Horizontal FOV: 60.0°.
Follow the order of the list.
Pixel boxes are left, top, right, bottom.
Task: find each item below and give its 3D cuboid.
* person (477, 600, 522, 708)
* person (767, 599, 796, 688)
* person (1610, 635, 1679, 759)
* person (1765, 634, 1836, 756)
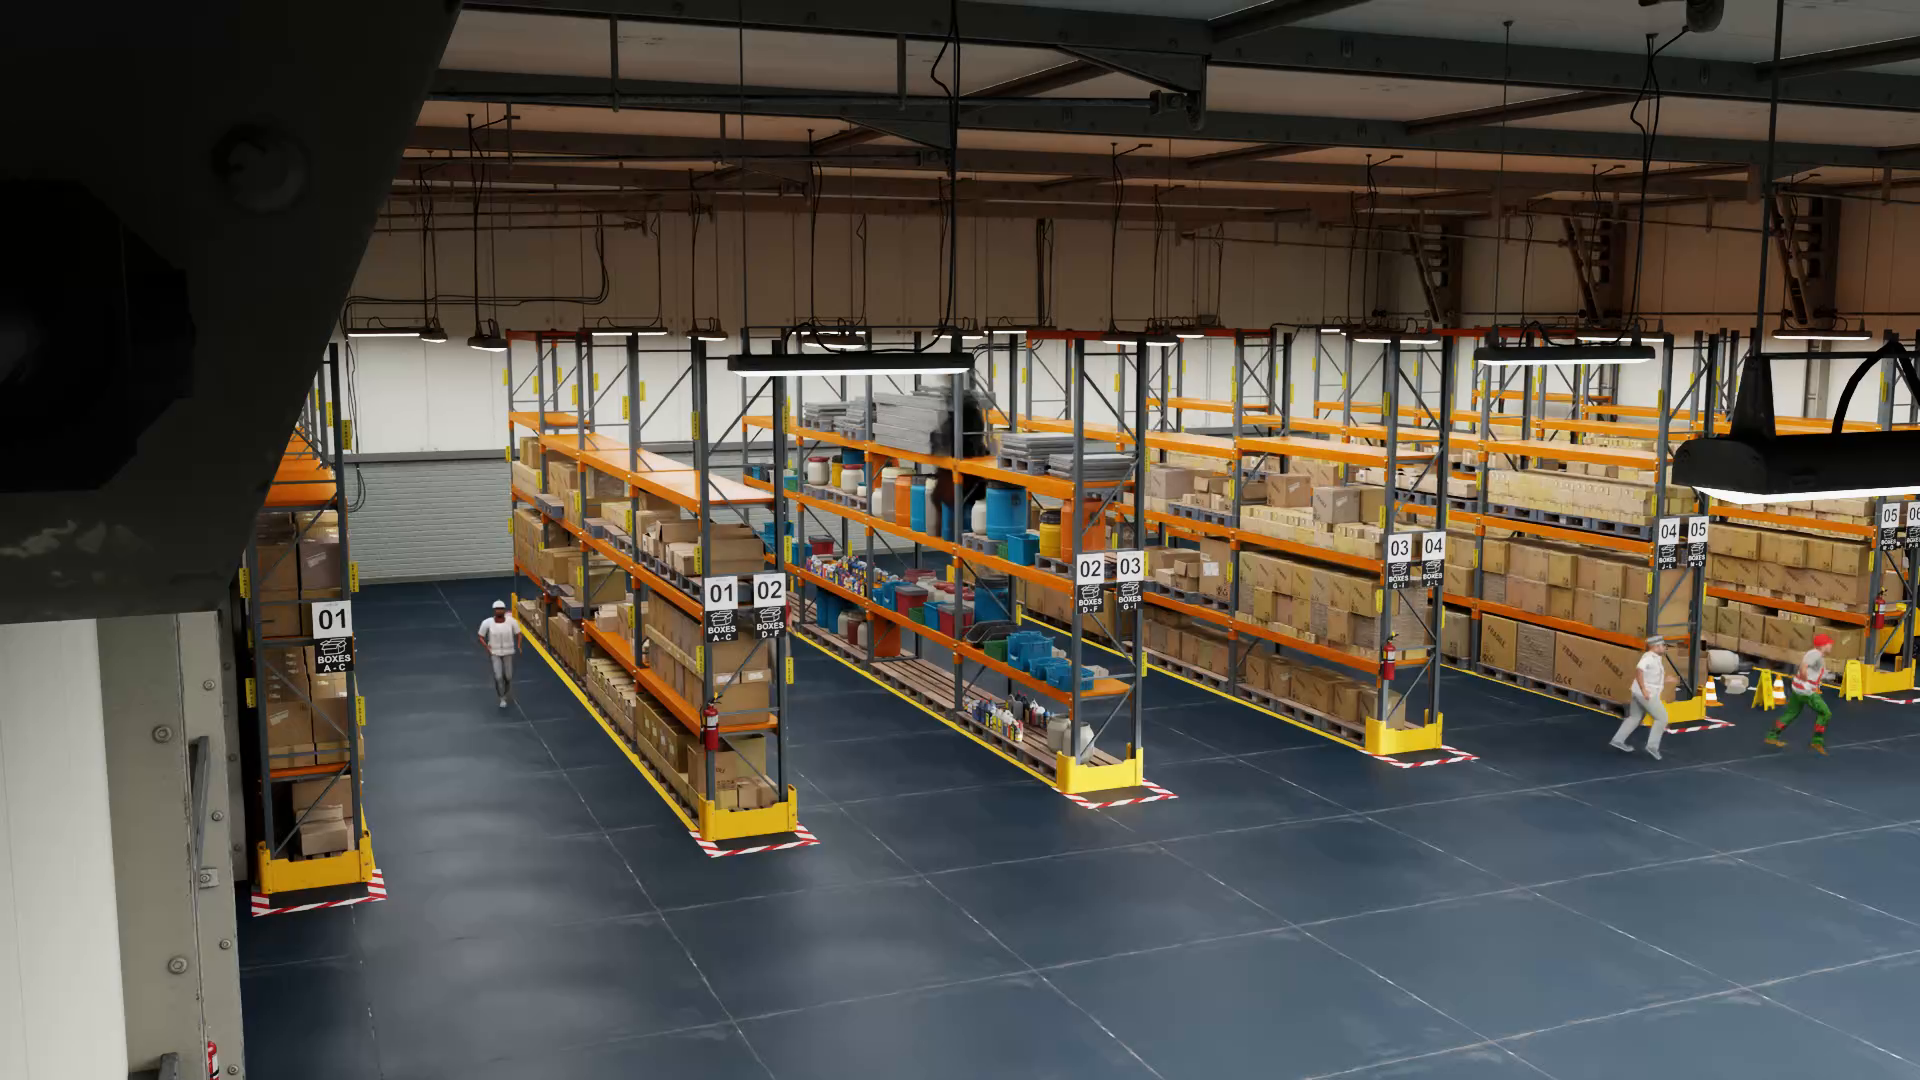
[{"bbox_3d":[-7.454,1.826,26.972,0.702,1.726,0.598,-3,8,-20],"label":"person"},{"bbox_3d":[-2.996,1.548,27.052,0.665,1.687,0.577,-4,9,-28],"label":"person"},{"bbox_3d":[9.846,2.257,23.838,0.883,1.834,0.592,1,8,8],"label":"person"},{"bbox_3d":[12.178,2.226,24.018,0.911,1.776,0.671,2,8,15],"label":"person"}]
